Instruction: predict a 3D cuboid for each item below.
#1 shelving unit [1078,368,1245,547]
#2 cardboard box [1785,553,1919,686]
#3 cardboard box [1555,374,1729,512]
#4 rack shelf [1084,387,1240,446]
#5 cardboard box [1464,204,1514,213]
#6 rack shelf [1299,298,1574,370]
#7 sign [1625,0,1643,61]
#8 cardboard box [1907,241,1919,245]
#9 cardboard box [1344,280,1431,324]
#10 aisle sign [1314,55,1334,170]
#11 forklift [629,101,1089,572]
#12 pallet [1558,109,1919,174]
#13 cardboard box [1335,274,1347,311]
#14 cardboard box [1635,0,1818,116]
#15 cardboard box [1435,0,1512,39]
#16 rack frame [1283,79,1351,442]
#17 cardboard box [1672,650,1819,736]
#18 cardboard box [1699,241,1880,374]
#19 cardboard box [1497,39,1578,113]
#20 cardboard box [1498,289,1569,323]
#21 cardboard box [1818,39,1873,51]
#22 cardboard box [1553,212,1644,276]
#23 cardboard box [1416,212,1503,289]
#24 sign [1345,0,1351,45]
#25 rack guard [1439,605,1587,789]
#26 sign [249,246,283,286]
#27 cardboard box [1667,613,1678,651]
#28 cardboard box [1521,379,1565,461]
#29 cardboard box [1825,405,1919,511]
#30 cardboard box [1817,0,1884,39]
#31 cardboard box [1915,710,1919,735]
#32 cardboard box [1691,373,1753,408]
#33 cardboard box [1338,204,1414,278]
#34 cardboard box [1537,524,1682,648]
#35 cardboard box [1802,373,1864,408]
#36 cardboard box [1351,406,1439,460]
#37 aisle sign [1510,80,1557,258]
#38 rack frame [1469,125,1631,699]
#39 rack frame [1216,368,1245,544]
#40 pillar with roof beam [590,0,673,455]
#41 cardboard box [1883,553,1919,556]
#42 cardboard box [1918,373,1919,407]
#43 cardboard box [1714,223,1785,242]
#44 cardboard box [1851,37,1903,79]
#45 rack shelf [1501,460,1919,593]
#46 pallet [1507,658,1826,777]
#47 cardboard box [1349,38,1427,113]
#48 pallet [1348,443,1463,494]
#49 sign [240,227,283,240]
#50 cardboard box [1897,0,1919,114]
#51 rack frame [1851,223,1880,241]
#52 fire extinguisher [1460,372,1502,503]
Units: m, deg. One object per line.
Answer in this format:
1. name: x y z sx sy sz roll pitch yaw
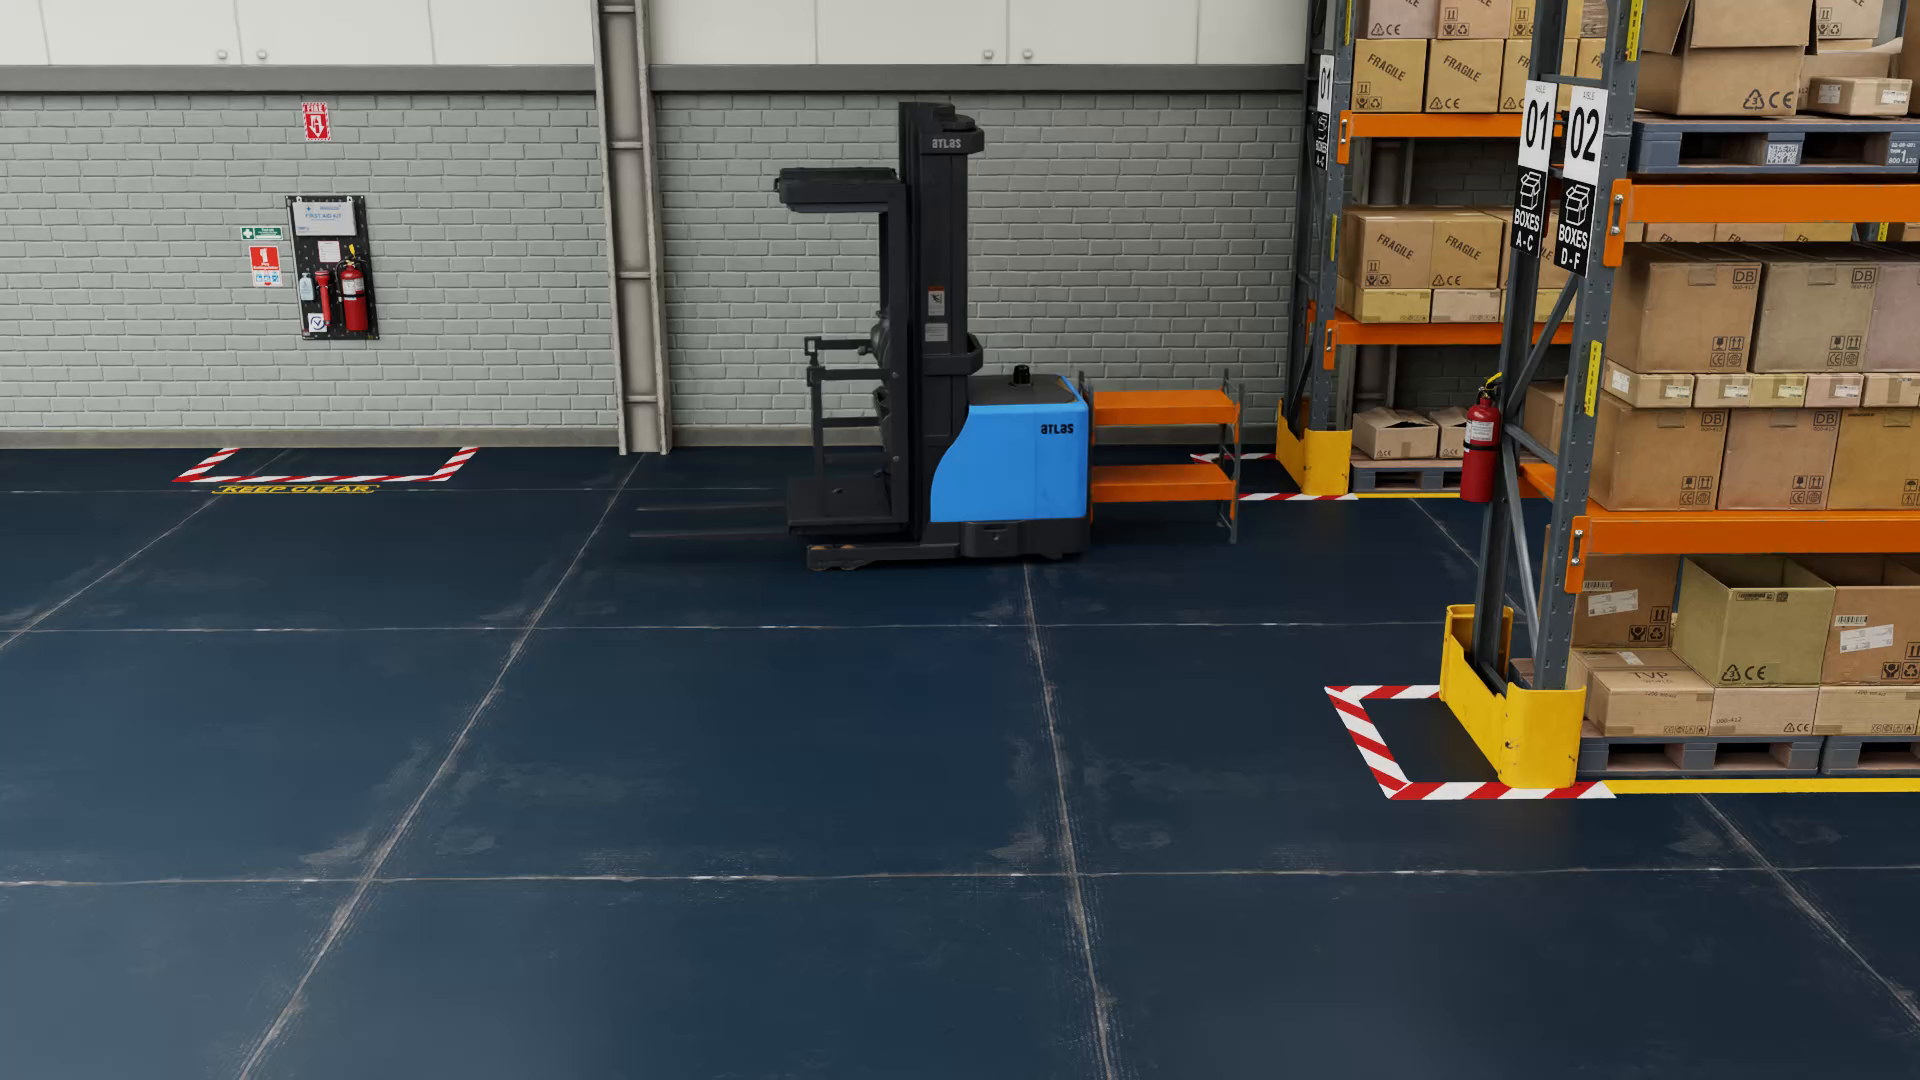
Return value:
1. shelving unit: 1.364 -0.574 11.497 1.048 1.125 0.538 -1 18 -4
2. cardboard box: 4.315 0.379 8.042 0.500 0.500 0.500 0 18 -1
3. cardboard box: 3.243 -0.475 7.955 0.500 0.500 0.700 0 18 -1
4. rack shelf: 1.364 -0.853 11.407 1.000 0.278 0.538 -1 18 -4
5. cardboard box: 4.182 -2.308 12.816 0.500 0.500 0.500 -1 18 -2
6. rack shelf: 4.693 -1.609 12.831 4.000 0.370 1.077 0 18 -1
7. sign: 2.778 -2.142 6.843 0.005 0.325 0.100 0 18 -1
8. cardboard box: 4.826 -1.103 7.787 0.500 0.500 0.700 0 18 -1
9. cardboard box: 3.187 -1.786 12.416 0.500 0.250 0.500 -1 18 -2
10. aisle sign: 2.626 -3.088 12.008 0.004 0.787 0.394 0 18 -1
11. forklift: -0.697 -1.357 10.980 3.031 2.935 1.130 -2 18 -6
12. pallet: 3.483 -1.811 7.517 1.213 0.211 1.003 0 18 -1
13. cardboard box: 3.158 -1.942 12.903 0.500 0.250 0.500 0 18 0
14. cardboard box: 3.350 -2.175 7.420 0.637 0.503 0.797 1 18 3
15. cardboard box: 3.585 -3.818 11.796 0.500 0.500 0.500 0 18 -1
16. rack frame: 2.694 -1.942 12.692 0.127 3.000 1.000 0 18 -1
17. cardboard box: 3.815 0.742 8.138 0.500 0.250 0.500 0 18 -1
18. cardboard box: 3.821 -1.097 7.771 0.500 0.500 0.700 -1 18 -2
19. cardboard box: 4.089 -3.348 11.968 0.500 0.500 0.500 1 18 2
20. cardboard box: 4.215 -1.793 12.440 0.500 0.250 0.500 -1 18 -2
21. cardboard box: 6.190 -3.369 12.032 0.500 0.500 0.500 0 18 1
22. cardboard box: 4.703 -2.154 12.337 0.500 0.500 0.500 0 18 1
23. cardboard box: 3.670 -2.147 12.316 0.500 0.500 0.500 0 18 -1
24. sign: 2.702 -3.621 11.583 0.005 0.325 0.100 0 18 -1
25. rack guard: 2.752 0.761 8.357 0.348 0.500 1.175 0 18 -1
26. sign: -5.645 -2.226 13.519 0.234 0.329 0.001 0 18 -1
27. cardboard box: 3.807 0.581 8.639 0.500 0.250 0.500 0 18 -1
28. cardboard box: 4.691 -0.928 12.903 0.500 0.500 0.700 -1 18 -4
29. cardboard box: 4.264 -0.480 7.969 0.500 0.500 0.700 0 18 0
30. cardboard box: 6.196 -3.838 11.857 0.500 0.500 0.500 -2 18 -6
31. cardboard box: 4.815 0.739 8.148 0.500 0.250 0.500 0 18 -1
32. cardboard box: 3.435 -0.724 7.668 0.250 0.149 0.380 -1 18 -2
33. cardboard box: 3.162 -2.305 12.806 0.500 0.500 0.500 0 18 -1
34. cardboard box: 3.307 0.229 8.508 0.500 0.500 0.500 0 18 -1
35. cardboard box: 3.937 -0.725 7.672 0.250 0.149 0.380 -1 18 -2
36. cardboard box: 3.387 -0.847 12.960 0.500 0.311 0.500 -2 18 -7
37. aisle sign: 2.705 -1.757 7.857 0.004 0.787 0.394 0 18 -1
38. rack frame: 2.776 -0.429 7.975 0.127 3.000 1.000 0 18 -1
39. rack frame: 1.871 -0.586 11.532 0.032 1.125 0.500 -1 18 -4
40. pillar with roof beam: -2.551 -3.723 8.420 0.400 9.000 9.100 0 18 -1
41. cardboard box: 4.807 0.218 8.543 0.500 0.500 0.500 0 18 -1
42. cardboard box: 4.459 -0.729 7.683 0.250 0.149 0.380 -1 18 -2
43. cardboard box: 5.726 -2.156 12.342 0.500 0.500 0.500 0 18 -1
44. cardboard box: 4.479 -2.171 7.722 0.500 0.311 0.500 2 18 6
45. rack shelf: 4.775 -0.096 8.115 4.000 0.370 1.077 0 18 -1
46. pallet: 3.540 0.882 8.453 1.213 0.211 1.003 0 18 -1
47. cardboard box: 3.032 -3.353 11.982 0.500 0.500 0.500 0 18 1
48. pallet: 3.582 -0.608 13.097 1.213 0.211 1.003 0 18 -1
49. sign: -5.641 -2.476 13.430 0.331 0.109 0.001 0 18 -1
50. cardboard box: 4.440 -2.096 7.181 0.500 0.500 0.500 0 18 -1
51. rack frame: 6.693 -1.962 12.752 0.127 3.000 1.000 0 18 -1
52. fire extinguisher: 2.650 -0.534 8.428 0.183 0.674 0.296 0 18 -1
